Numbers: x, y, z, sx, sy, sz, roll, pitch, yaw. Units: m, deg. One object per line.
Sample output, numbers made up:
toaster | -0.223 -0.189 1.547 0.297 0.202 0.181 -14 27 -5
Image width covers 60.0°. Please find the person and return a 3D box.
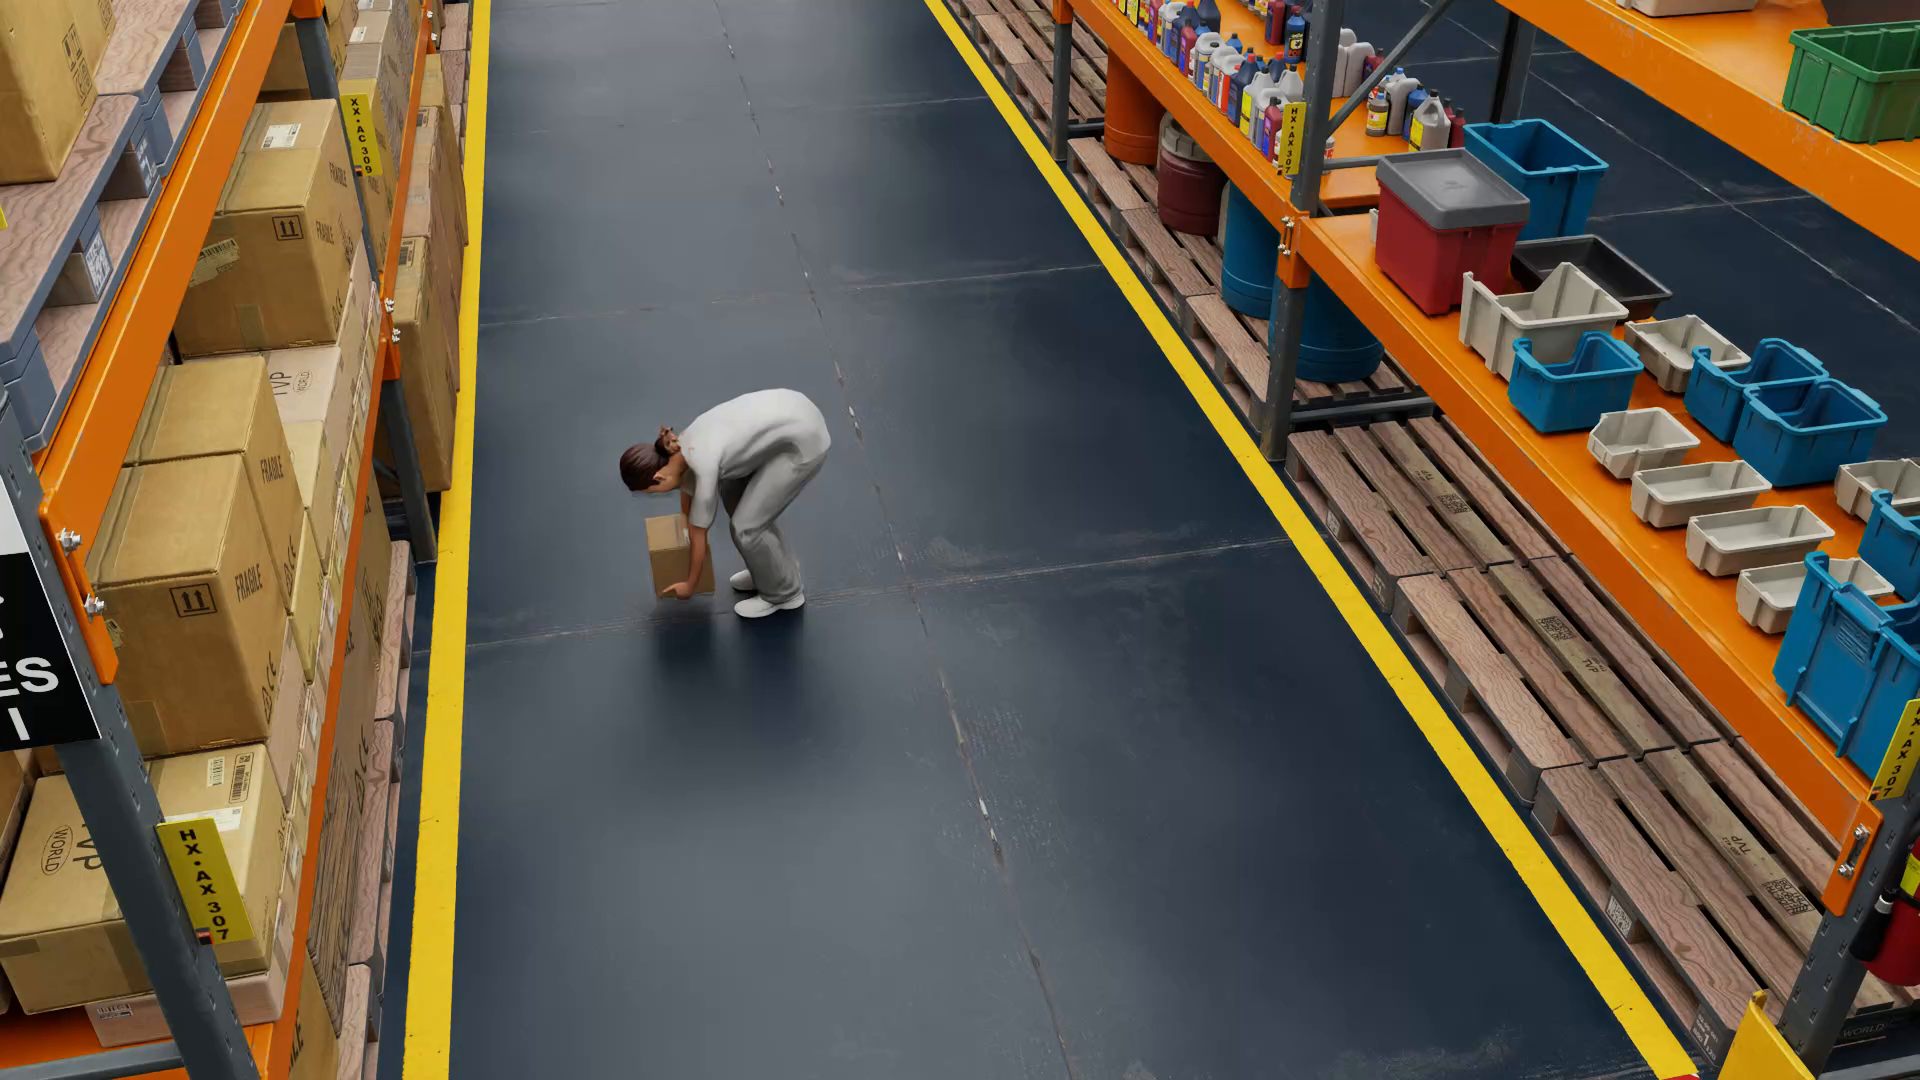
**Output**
person | -0.961 -0.136 6.960 0.860 0.975 0.436 -9 35 -13
